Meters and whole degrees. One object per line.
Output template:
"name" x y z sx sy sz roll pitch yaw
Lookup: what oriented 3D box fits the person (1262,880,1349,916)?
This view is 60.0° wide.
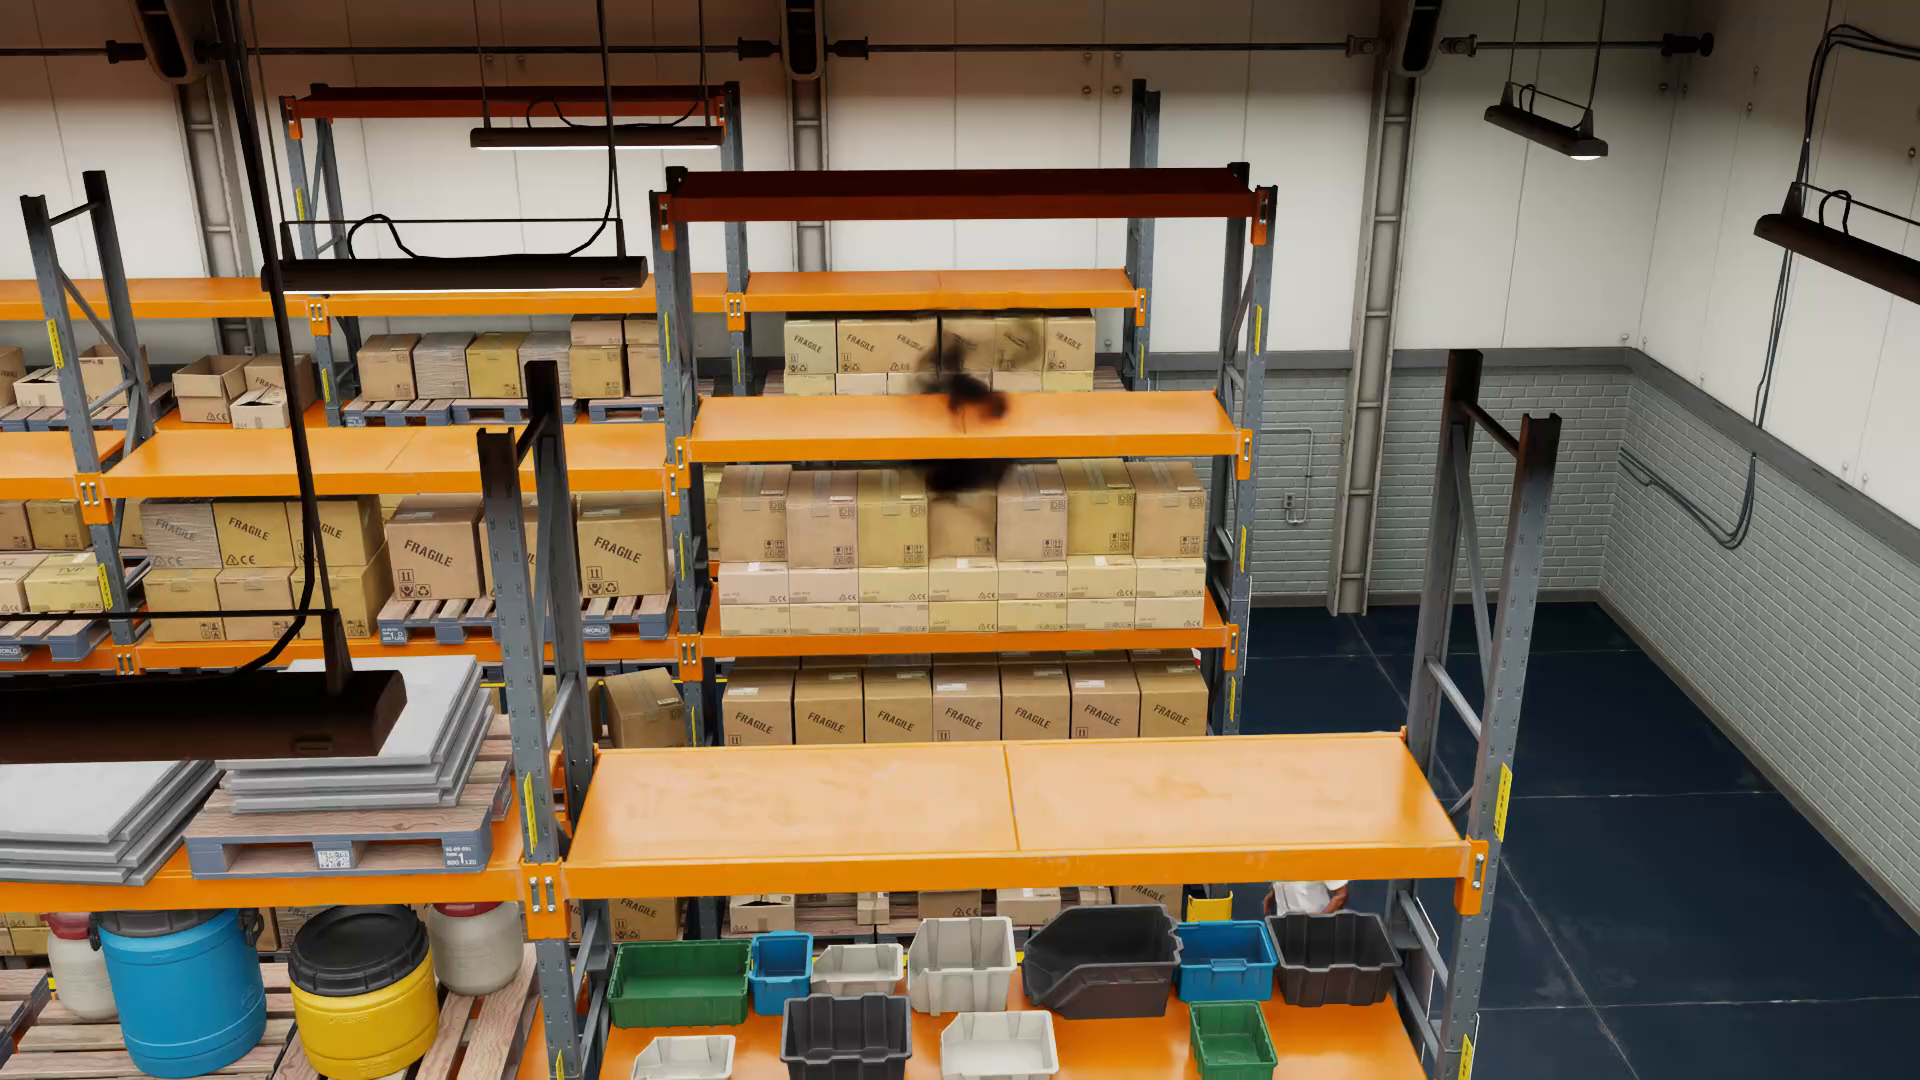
"person" 2.428 2.636 11.747 0.669 1.701 0.720 -15 26 -32
